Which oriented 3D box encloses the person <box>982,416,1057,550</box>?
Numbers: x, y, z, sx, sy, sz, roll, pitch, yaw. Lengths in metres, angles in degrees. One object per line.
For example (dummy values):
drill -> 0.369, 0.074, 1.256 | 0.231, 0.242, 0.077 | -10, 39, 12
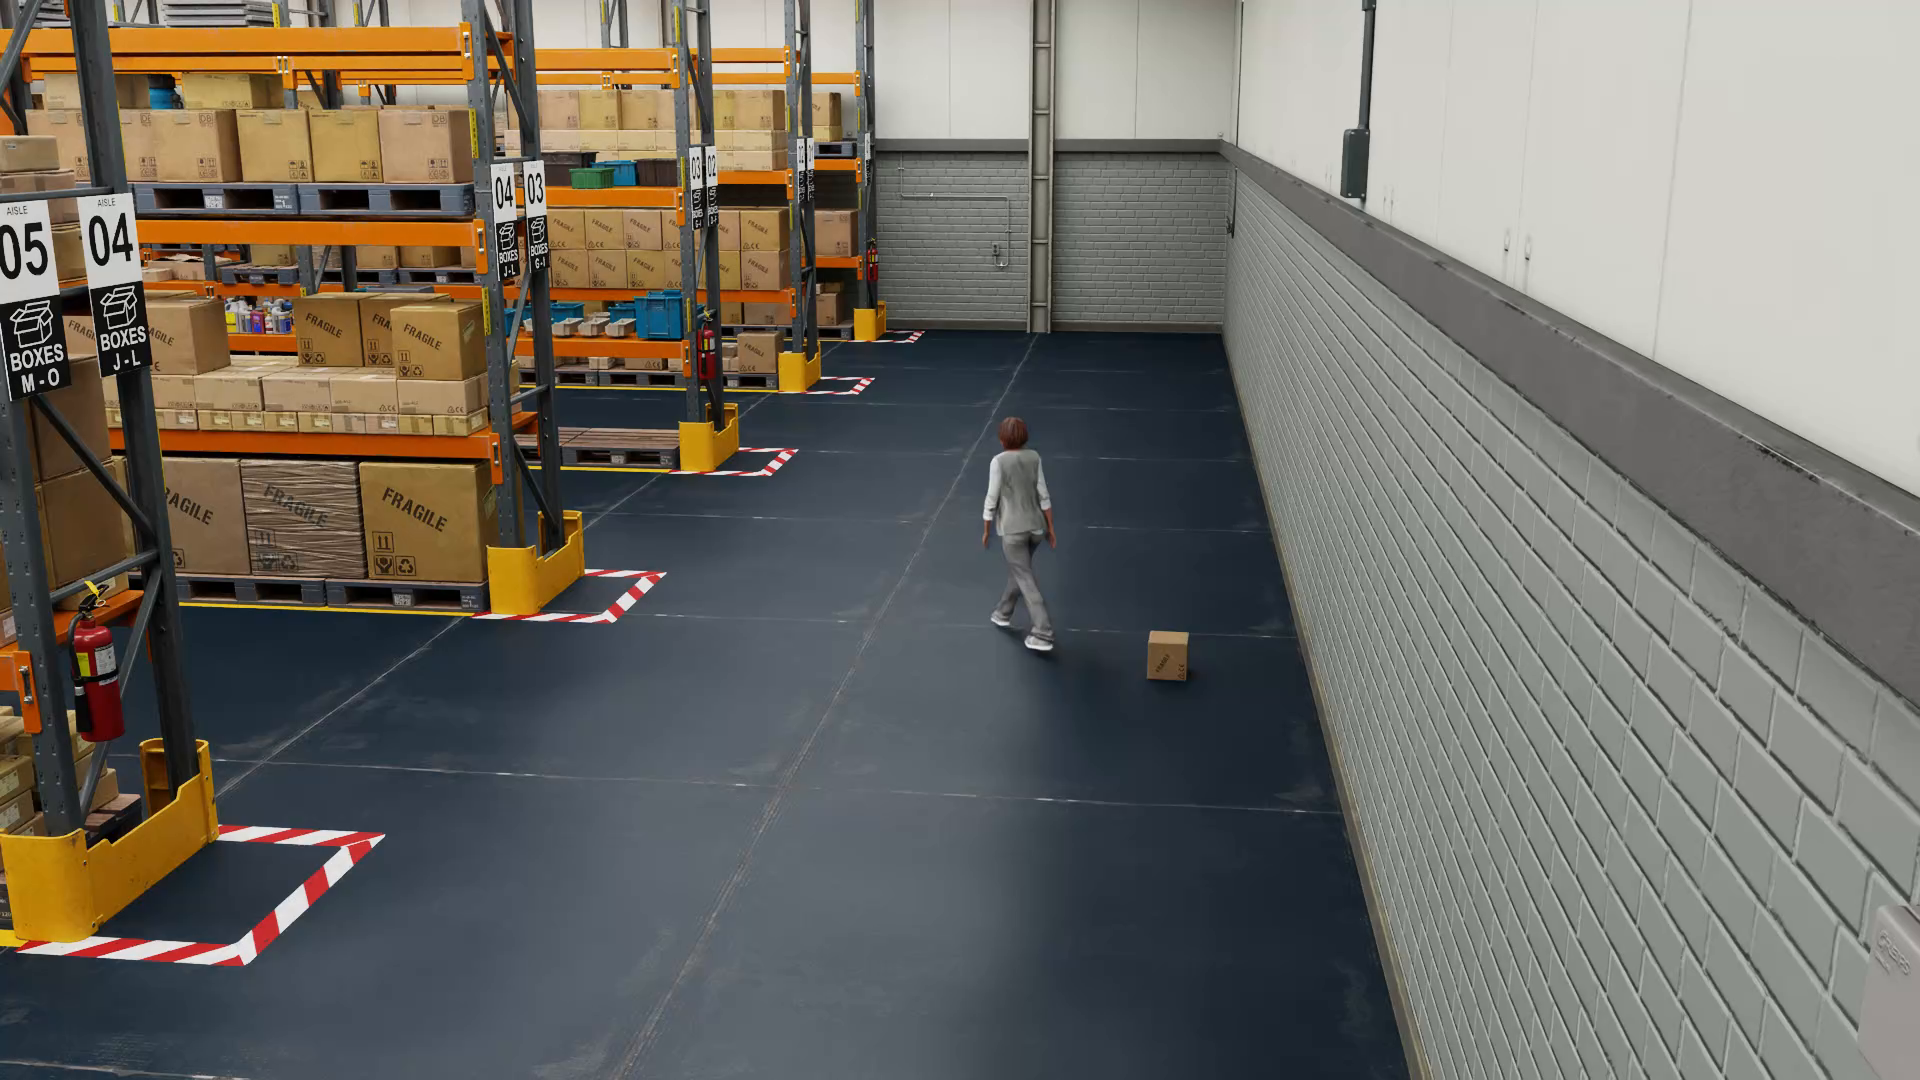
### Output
person -> 0.384, -0.367, 11.175 | 0.444, 0.918, 0.362 | -9, 17, -32
